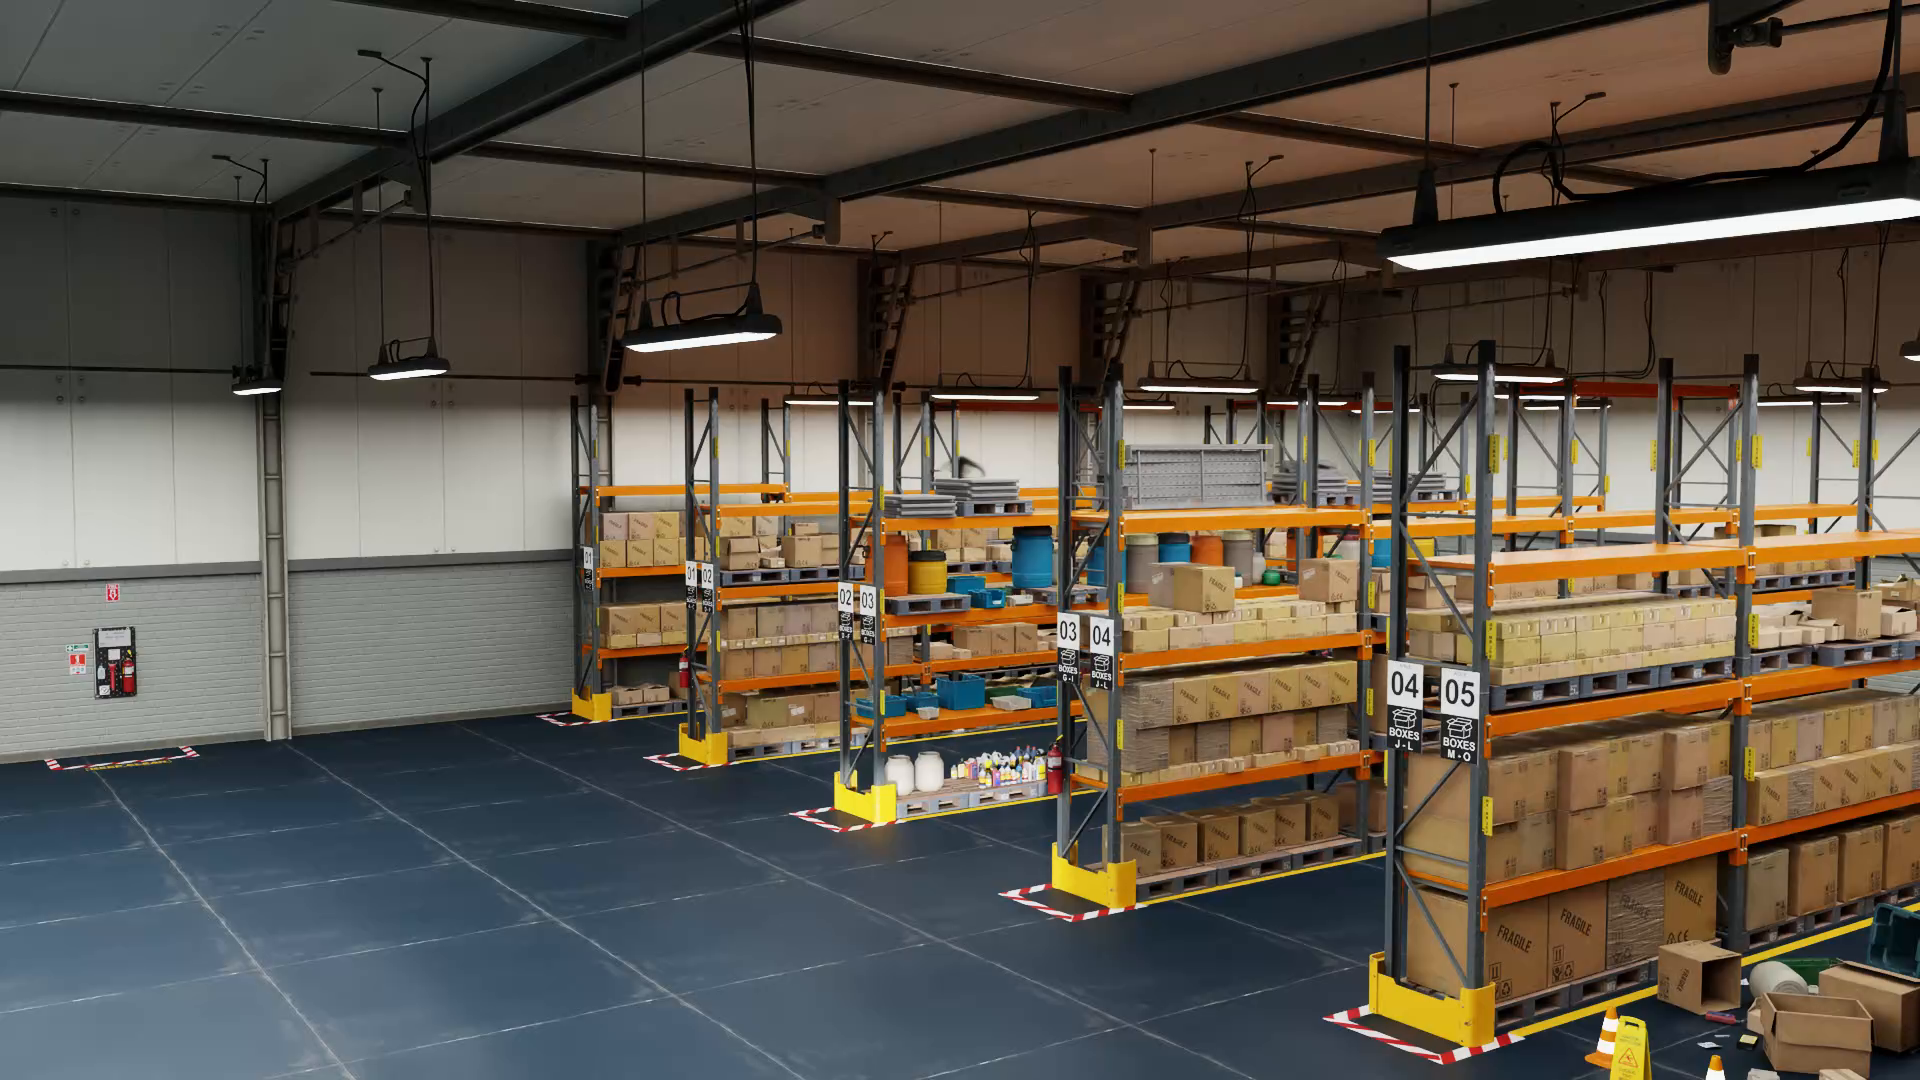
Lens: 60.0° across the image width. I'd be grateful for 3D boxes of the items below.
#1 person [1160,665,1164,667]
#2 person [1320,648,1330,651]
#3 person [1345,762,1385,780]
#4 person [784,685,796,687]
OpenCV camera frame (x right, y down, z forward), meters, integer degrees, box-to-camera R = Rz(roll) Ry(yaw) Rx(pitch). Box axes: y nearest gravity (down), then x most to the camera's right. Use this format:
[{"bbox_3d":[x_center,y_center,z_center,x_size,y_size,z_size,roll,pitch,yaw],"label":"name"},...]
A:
[{"bbox_3d":[3.441,2.545,29.887,0.561,1.642,0.704,-1,4,-23],"label":"person"},{"bbox_3d":[8.641,2.039,39.175,0.685,1.605,0.607,0,3,-7],"label":"person"},{"bbox_3d":[5.871,2.897,24.396,0.915,1.606,0.728,-2,4,-26],"label":"person"},{"bbox_3d":[-3.067,2.466,31.501,0.602,1.585,0.696,-2,4,-33],"label":"person"}]
